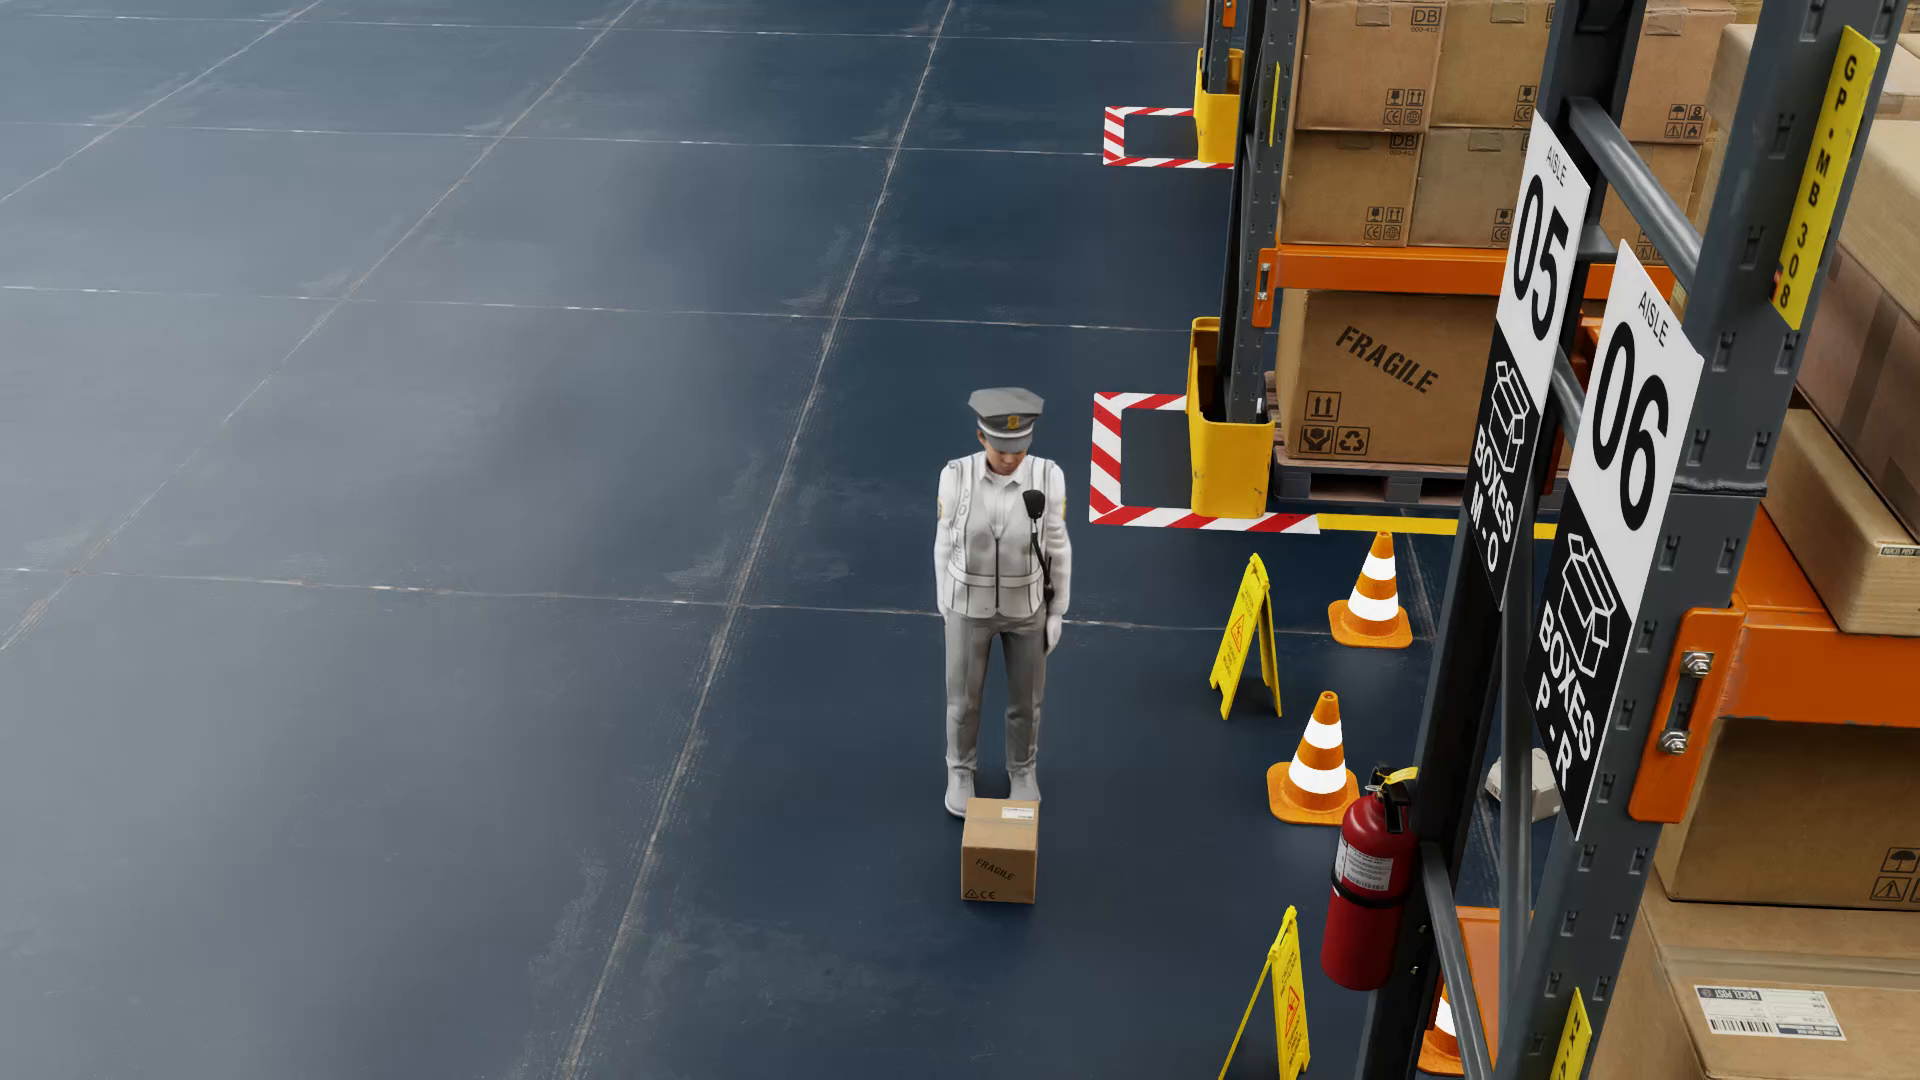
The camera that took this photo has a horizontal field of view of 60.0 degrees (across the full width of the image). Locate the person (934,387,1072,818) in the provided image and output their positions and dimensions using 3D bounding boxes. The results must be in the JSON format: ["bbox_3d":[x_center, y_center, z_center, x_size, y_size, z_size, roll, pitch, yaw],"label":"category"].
[{"bbox_3d":[0.146,0.246,5.749,0.469,1.662,0.328,0,32,0],"label":"person"}]
